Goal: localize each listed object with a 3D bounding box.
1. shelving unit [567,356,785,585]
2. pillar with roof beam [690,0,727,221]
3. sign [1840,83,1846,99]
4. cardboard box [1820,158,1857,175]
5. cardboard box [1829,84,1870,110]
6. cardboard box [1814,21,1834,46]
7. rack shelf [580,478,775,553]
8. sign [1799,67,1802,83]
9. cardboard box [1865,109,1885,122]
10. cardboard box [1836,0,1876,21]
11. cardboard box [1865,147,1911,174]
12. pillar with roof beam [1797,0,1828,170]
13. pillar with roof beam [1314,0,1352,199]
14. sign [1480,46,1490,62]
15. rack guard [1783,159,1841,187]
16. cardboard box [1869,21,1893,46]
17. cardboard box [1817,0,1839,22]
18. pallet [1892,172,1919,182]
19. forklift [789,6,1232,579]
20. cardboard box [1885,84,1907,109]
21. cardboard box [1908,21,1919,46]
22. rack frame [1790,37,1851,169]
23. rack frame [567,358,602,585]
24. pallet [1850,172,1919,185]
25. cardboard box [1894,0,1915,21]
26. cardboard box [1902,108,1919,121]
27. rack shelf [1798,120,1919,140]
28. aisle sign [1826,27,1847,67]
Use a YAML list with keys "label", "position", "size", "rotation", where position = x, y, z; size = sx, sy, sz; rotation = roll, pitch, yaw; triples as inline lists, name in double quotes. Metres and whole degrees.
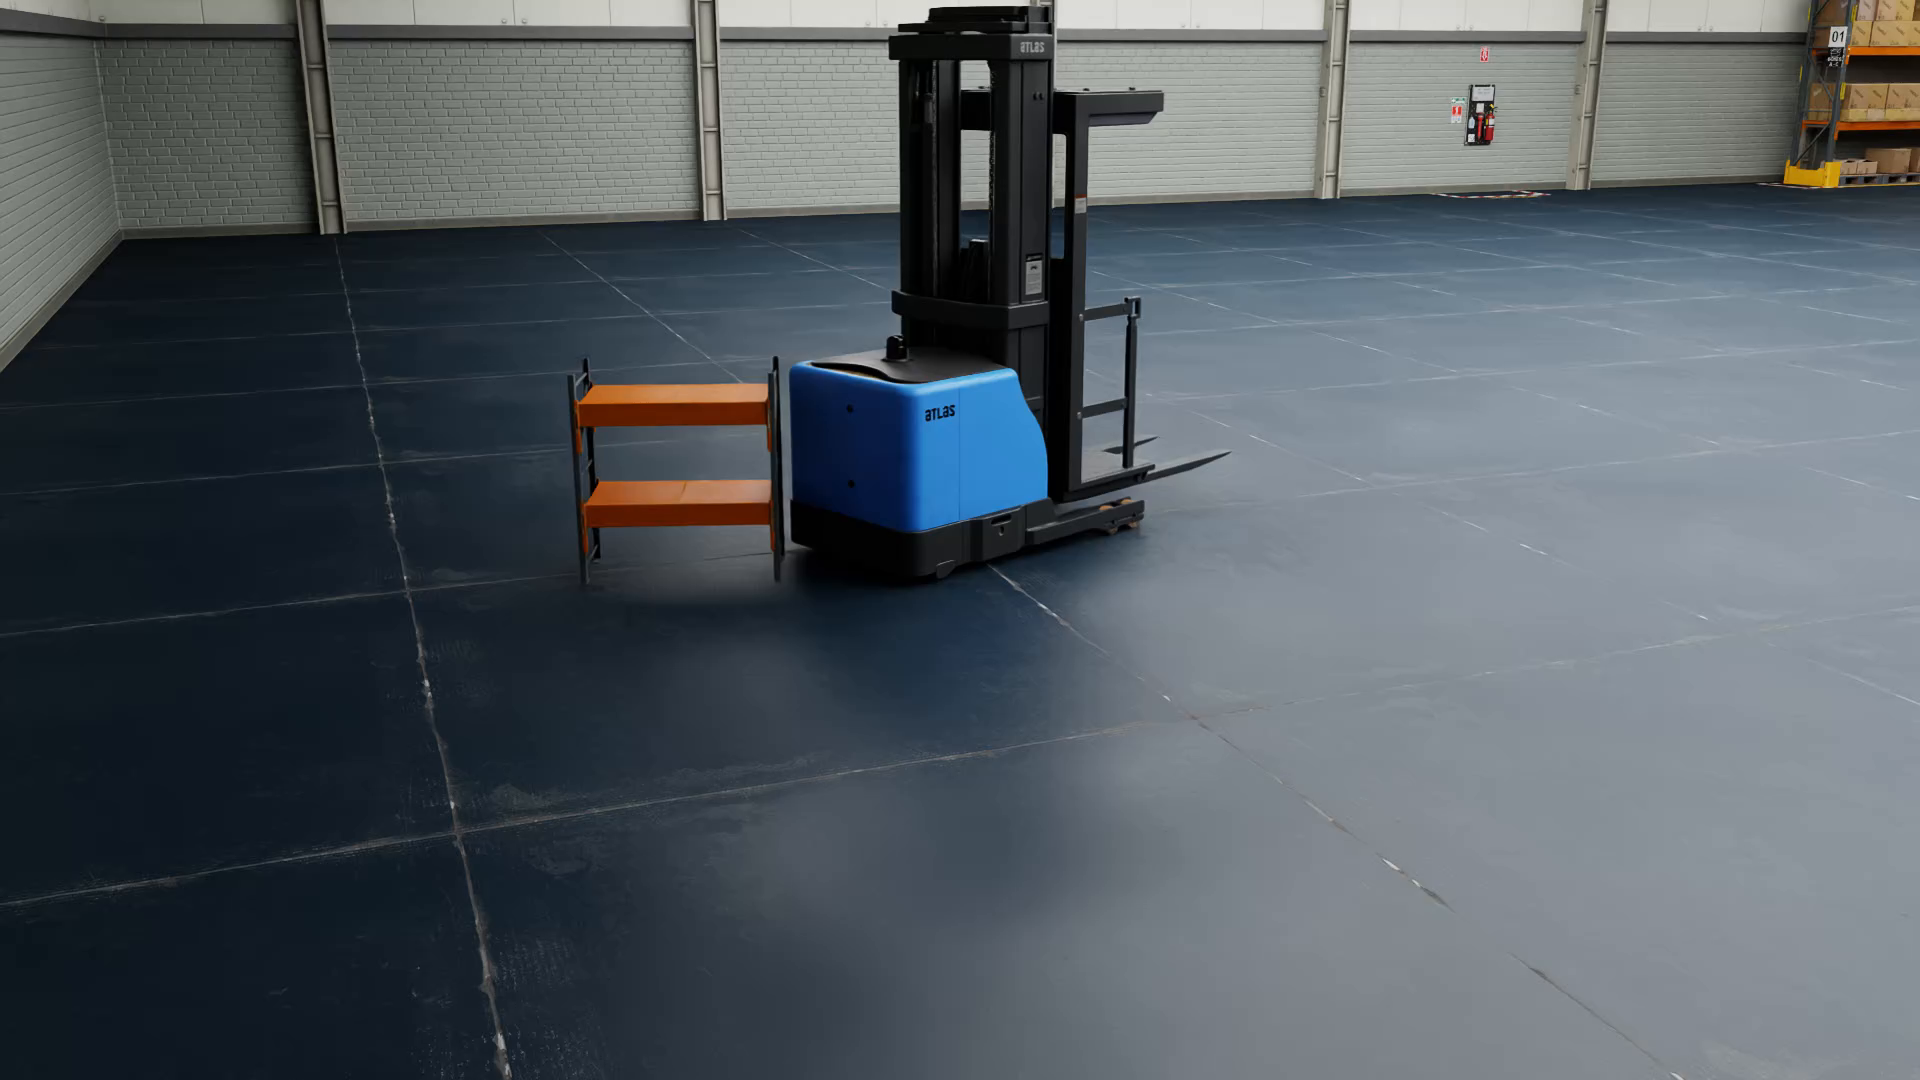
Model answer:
- label: "shelving unit"
  position: [-1.490, -0.378, 8.888]
  size: [1.048, 1.125, 0.538]
  rotation: [-1, 16, -3]
- label: "pillar with roof beam"
  position: [-2.604, -8.570, 22.811]
  size: [0.400, 9.000, 9.100]
  rotation: [-6, 17, -20]
- label: "sign"
  position: [18.117, -9.218, 34.129]
  size: [0.005, 0.325, 0.100]
  rotation: [-6, 17, -20]
- label: "cardboard box"
  position: [18.601, -7.913, 35.211]
  size: [0.500, 0.311, 0.500]
  rotation: [-8, 18, -26]
- label: "cardboard box"
  position: [18.476, -9.212, 34.545]
  size: [0.500, 0.500, 0.500]
  rotation: [-6, 17, -20]
- label: "cardboard box"
  position: [18.222, -10.551, 34.668]
  size: [0.500, 0.500, 0.500]
  rotation: [-5, 17, -16]
- label: "rack shelf"
  position: [-1.490, -0.143, 8.957]
  size: [1.000, 0.278, 0.538]
  rotation: [-1, 16, -3]
- label: "sign"
  position: [17.743, -9.801, 35.034]
  size: [0.005, 0.325, 0.100]
  rotation: [-6, 17, -20]
- label: "cardboard box"
  position: [18.972, -8.905, 34.830]
  size: [0.500, 0.250, 0.500]
  rotation: [-7, 18, -22]
- label: "cardboard box"
  position: [18.369, -10.897, 34.072]
  size: [0.500, 0.500, 0.500]
  rotation: [-8, 18, -24]
- label: "cardboard box"
  position: [19.836, -8.122, 35.587]
  size: [0.500, 0.500, 0.700]
  rotation: [-7, 18, -24]
- label: "pillar with roof beam"
  position: [19.807, -10.990, 31.051]
  size: [0.400, 9.000, 9.100]
  rotation: [-6, 17, -20]
- label: "pillar with roof beam"
  position: [8.602, -9.780, 26.931]
  size: [0.400, 9.000, 9.100]
  rotation: [-6, 17, -20]
- label: "sign"
  position: [10.299, -9.537, 32.639]
  size: [0.199, 0.298, 0.001]
  rotation: [-6, 17, -20]
- label: "rack guard"
  position: [17.993, -7.754, 35.116]
  size: [0.348, 0.500, 1.175]
  rotation: [-6, 17, -20]
- label: "cardboard box"
  position: [18.838, -10.455, 34.341]
  size: [0.500, 0.500, 0.500]
  rotation: [-5, 17, -16]
- label: "cardboard box"
  position: [18.232, -11.035, 34.539]
  size: [0.500, 0.500, 0.500]
  rotation: [-5, 17, -18]
- label: "pallet"
  position: [21.043, -7.934, 36.241]
  size: [1.213, 0.211, 1.003]
  rotation: [-6, 17, -20]
- label: "forklift"
  position: [0.451, -1.536, 9.627]
  size: [3.031, 2.935, 1.130]
  rotation: [-16, 22, -42]
- label: "cardboard box"
  position: [19.426, -9.310, 34.877]
  size: [0.500, 0.500, 0.500]
  rotation: [-7, 18, -22]
- label: "cardboard box"
  position: [19.815, -10.568, 34.726]
  size: [0.500, 0.500, 0.500]
  rotation: [-5, 17, -17]
- label: "rack frame"
  position: [17.923, -8.946, 34.738]
  size: [0.127, 3.000, 1.000]
  rotation: [-6, 17, -20]
- label: "rack frame"
  position: [-1.998, -0.370, 8.862]
  size: [0.032, 1.125, 0.500]
  rotation: [-1, 16, -3]
- label: "pallet"
  position: [19.902, -7.810, 35.819]
  size: [1.213, 0.211, 1.003]
  rotation: [-6, 17, -20]
- label: "cardboard box"
  position: [19.330, -10.989, 34.385]
  size: [0.500, 0.500, 0.500]
  rotation: [-6, 17, -19]
- label: "cardboard box"
  position: [19.922, -9.005, 35.171]
  size: [0.500, 0.250, 0.500]
  rotation: [-6, 17, -20]
- label: "rack shelf"
  position: [19.790, -8.802, 35.526]
  size: [4.000, 0.370, 1.077]
  rotation: [-6, 17, -20]
- label: "aisle sign"
  position: [17.963, -10.107, 34.078]
  size: [0.004, 0.787, 0.394]
  rotation: [-6, 17, -20]
